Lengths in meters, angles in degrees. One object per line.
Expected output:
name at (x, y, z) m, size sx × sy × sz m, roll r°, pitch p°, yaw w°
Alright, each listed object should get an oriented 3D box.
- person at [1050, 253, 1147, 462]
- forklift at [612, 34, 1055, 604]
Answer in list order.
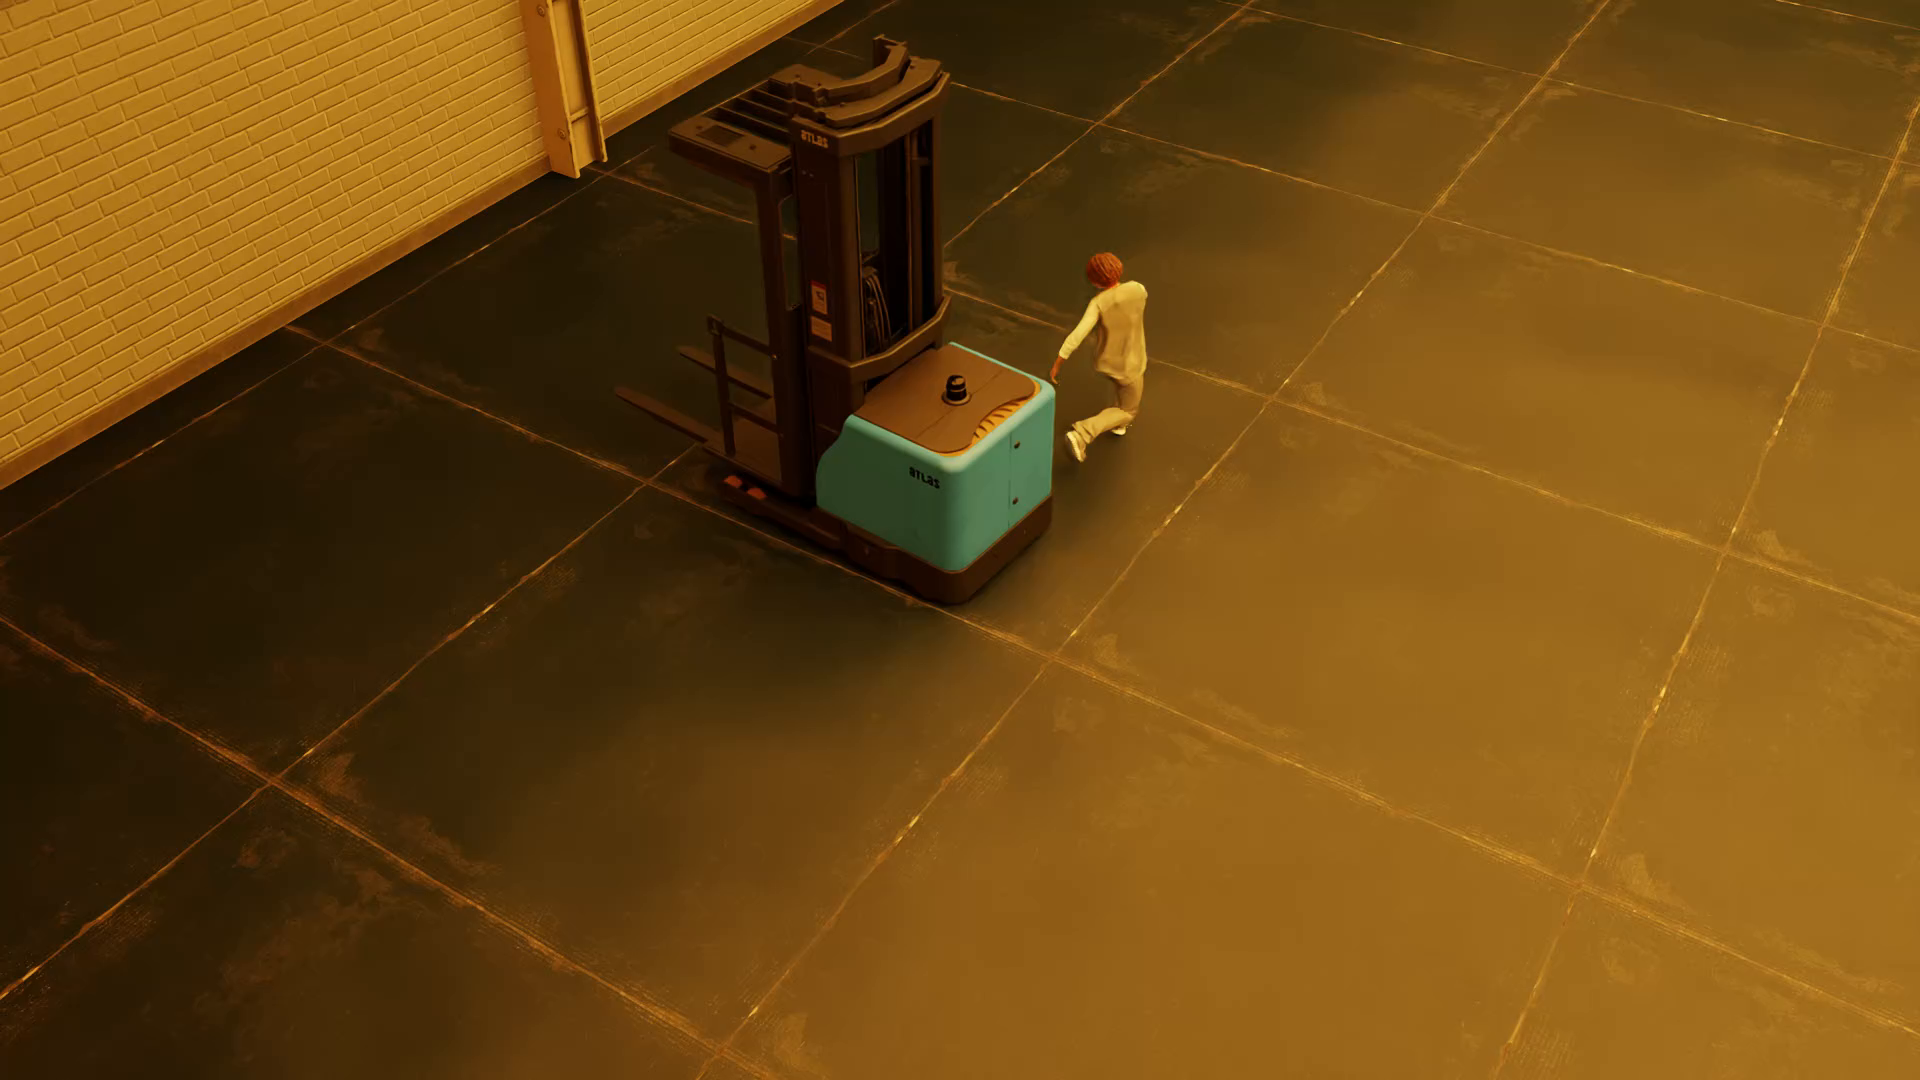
person at (0.912, -1.164, 10.595) m, size 0.547 × 1.367 × 0.822 m, roll 17°, pitch 43°, yaw 19°
forklift at (-0.911, -1.526, 9.768) m, size 3.031 × 2.935 × 1.130 m, roll 26°, pitch 47°, yaw 27°
